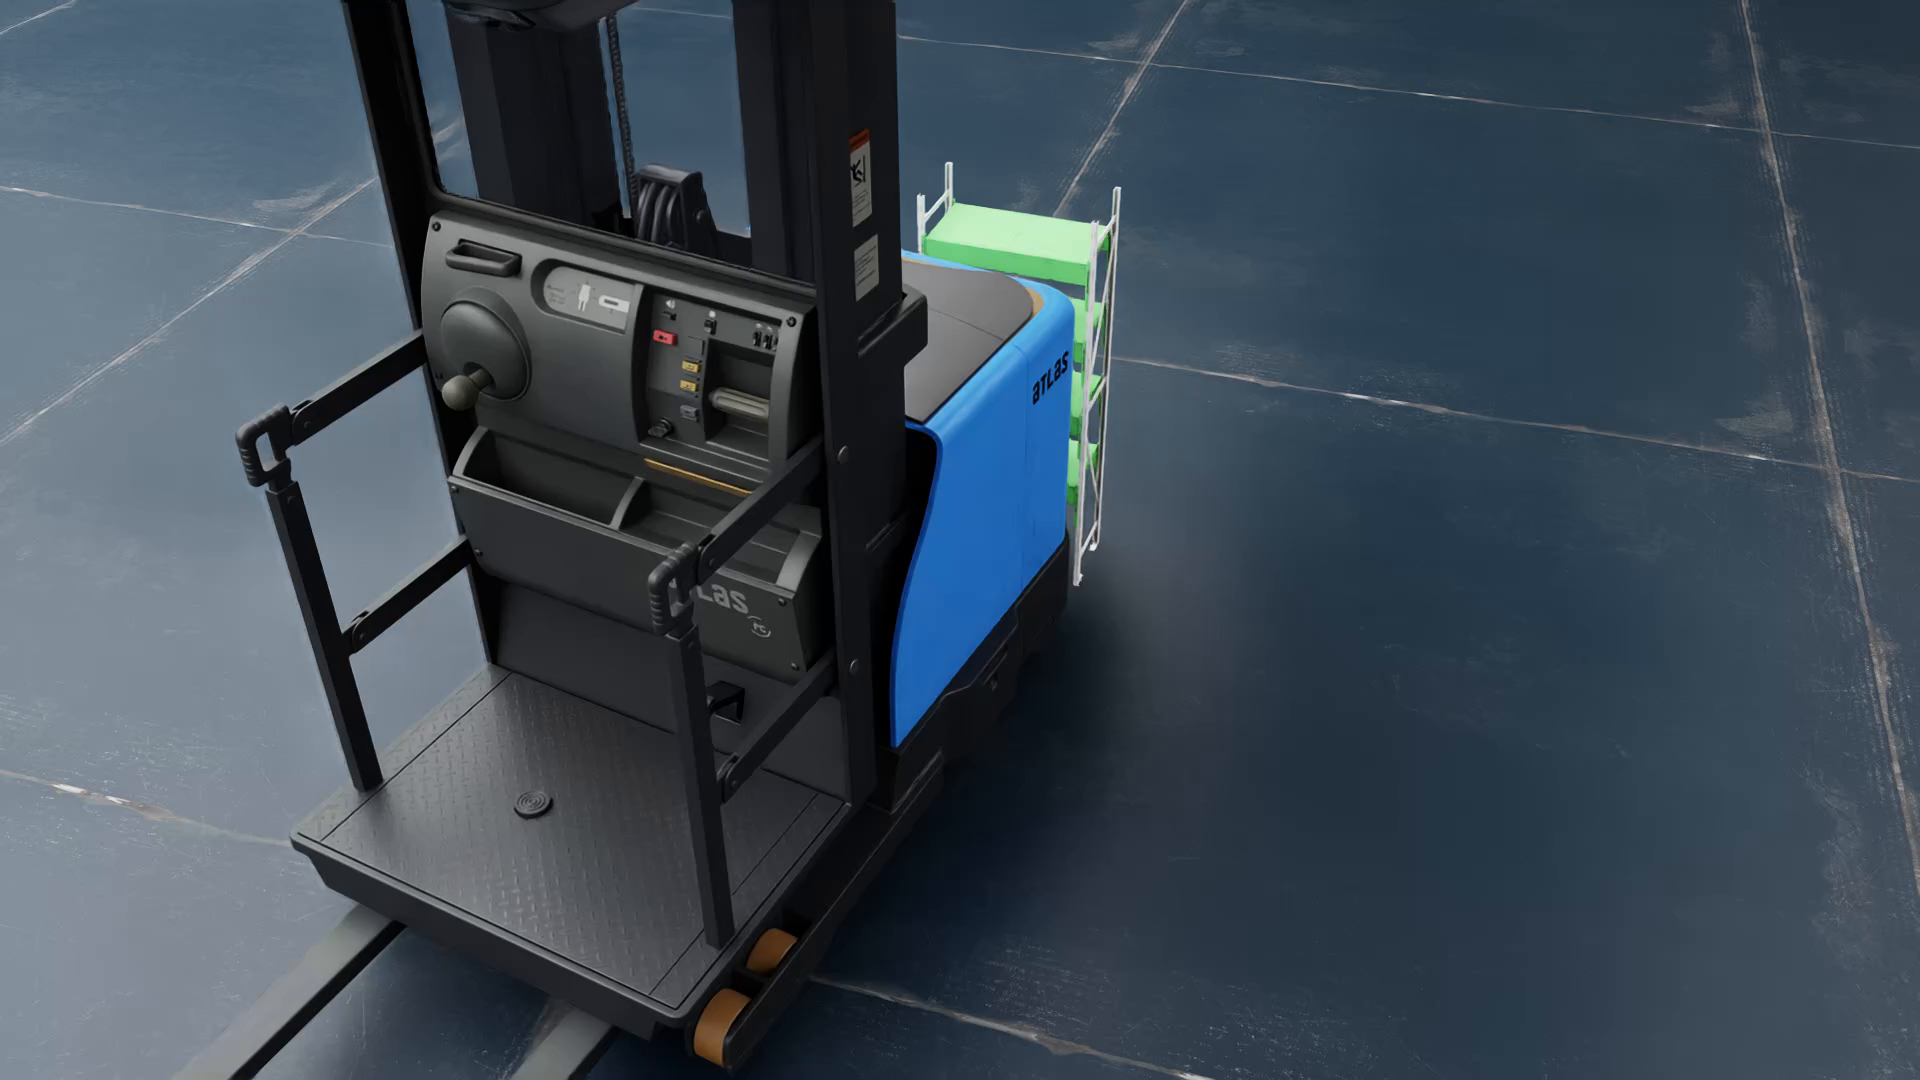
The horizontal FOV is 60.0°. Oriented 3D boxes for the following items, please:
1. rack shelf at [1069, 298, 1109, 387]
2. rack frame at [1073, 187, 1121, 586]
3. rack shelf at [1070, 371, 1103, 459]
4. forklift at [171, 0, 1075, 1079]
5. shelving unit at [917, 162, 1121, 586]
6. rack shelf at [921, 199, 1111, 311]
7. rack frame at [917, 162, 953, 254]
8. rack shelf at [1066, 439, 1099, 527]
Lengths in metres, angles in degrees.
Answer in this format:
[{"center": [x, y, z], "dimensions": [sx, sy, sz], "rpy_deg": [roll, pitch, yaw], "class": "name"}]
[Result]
[{"center": [0.162, -0.602, 4.759], "dimensions": [0.480, 0.148, 0.258], "rpy_deg": [12, 38, 16], "class": "rack shelf"}, {"center": [0.391, -0.411, 4.796], "dimensions": [0.015, 1.200, 0.240], "rpy_deg": [12, 38, 16], "class": "rack frame"}, {"center": [0.162, -0.409, 4.901], "dimensions": [0.480, 0.148, 0.258], "rpy_deg": [12, 38, 16], "class": "rack shelf"}, {"center": [-0.818, -0.327, 3.222], "dimensions": [1.130, 2.935, 3.031], "rpy_deg": [17, 40, 22], "class": "forklift"}, {"center": [0.162, -0.460, 4.863], "dimensions": [0.503, 1.200, 0.258], "rpy_deg": [12, 38, 16], "class": "shelving unit"}, {"center": [0.162, -0.795, 4.616], "dimensions": [0.480, 0.148, 0.258], "rpy_deg": [12, 38, 16], "class": "rack shelf"}, {"center": [-0.068, -0.509, 4.929], "dimensions": [0.015, 1.200, 0.240], "rpy_deg": [12, 38, 16], "class": "rack frame"}, {"center": [0.162, -0.215, 5.043], "dimensions": [0.480, 0.148, 0.258], "rpy_deg": [12, 38, 16], "class": "rack shelf"}]
